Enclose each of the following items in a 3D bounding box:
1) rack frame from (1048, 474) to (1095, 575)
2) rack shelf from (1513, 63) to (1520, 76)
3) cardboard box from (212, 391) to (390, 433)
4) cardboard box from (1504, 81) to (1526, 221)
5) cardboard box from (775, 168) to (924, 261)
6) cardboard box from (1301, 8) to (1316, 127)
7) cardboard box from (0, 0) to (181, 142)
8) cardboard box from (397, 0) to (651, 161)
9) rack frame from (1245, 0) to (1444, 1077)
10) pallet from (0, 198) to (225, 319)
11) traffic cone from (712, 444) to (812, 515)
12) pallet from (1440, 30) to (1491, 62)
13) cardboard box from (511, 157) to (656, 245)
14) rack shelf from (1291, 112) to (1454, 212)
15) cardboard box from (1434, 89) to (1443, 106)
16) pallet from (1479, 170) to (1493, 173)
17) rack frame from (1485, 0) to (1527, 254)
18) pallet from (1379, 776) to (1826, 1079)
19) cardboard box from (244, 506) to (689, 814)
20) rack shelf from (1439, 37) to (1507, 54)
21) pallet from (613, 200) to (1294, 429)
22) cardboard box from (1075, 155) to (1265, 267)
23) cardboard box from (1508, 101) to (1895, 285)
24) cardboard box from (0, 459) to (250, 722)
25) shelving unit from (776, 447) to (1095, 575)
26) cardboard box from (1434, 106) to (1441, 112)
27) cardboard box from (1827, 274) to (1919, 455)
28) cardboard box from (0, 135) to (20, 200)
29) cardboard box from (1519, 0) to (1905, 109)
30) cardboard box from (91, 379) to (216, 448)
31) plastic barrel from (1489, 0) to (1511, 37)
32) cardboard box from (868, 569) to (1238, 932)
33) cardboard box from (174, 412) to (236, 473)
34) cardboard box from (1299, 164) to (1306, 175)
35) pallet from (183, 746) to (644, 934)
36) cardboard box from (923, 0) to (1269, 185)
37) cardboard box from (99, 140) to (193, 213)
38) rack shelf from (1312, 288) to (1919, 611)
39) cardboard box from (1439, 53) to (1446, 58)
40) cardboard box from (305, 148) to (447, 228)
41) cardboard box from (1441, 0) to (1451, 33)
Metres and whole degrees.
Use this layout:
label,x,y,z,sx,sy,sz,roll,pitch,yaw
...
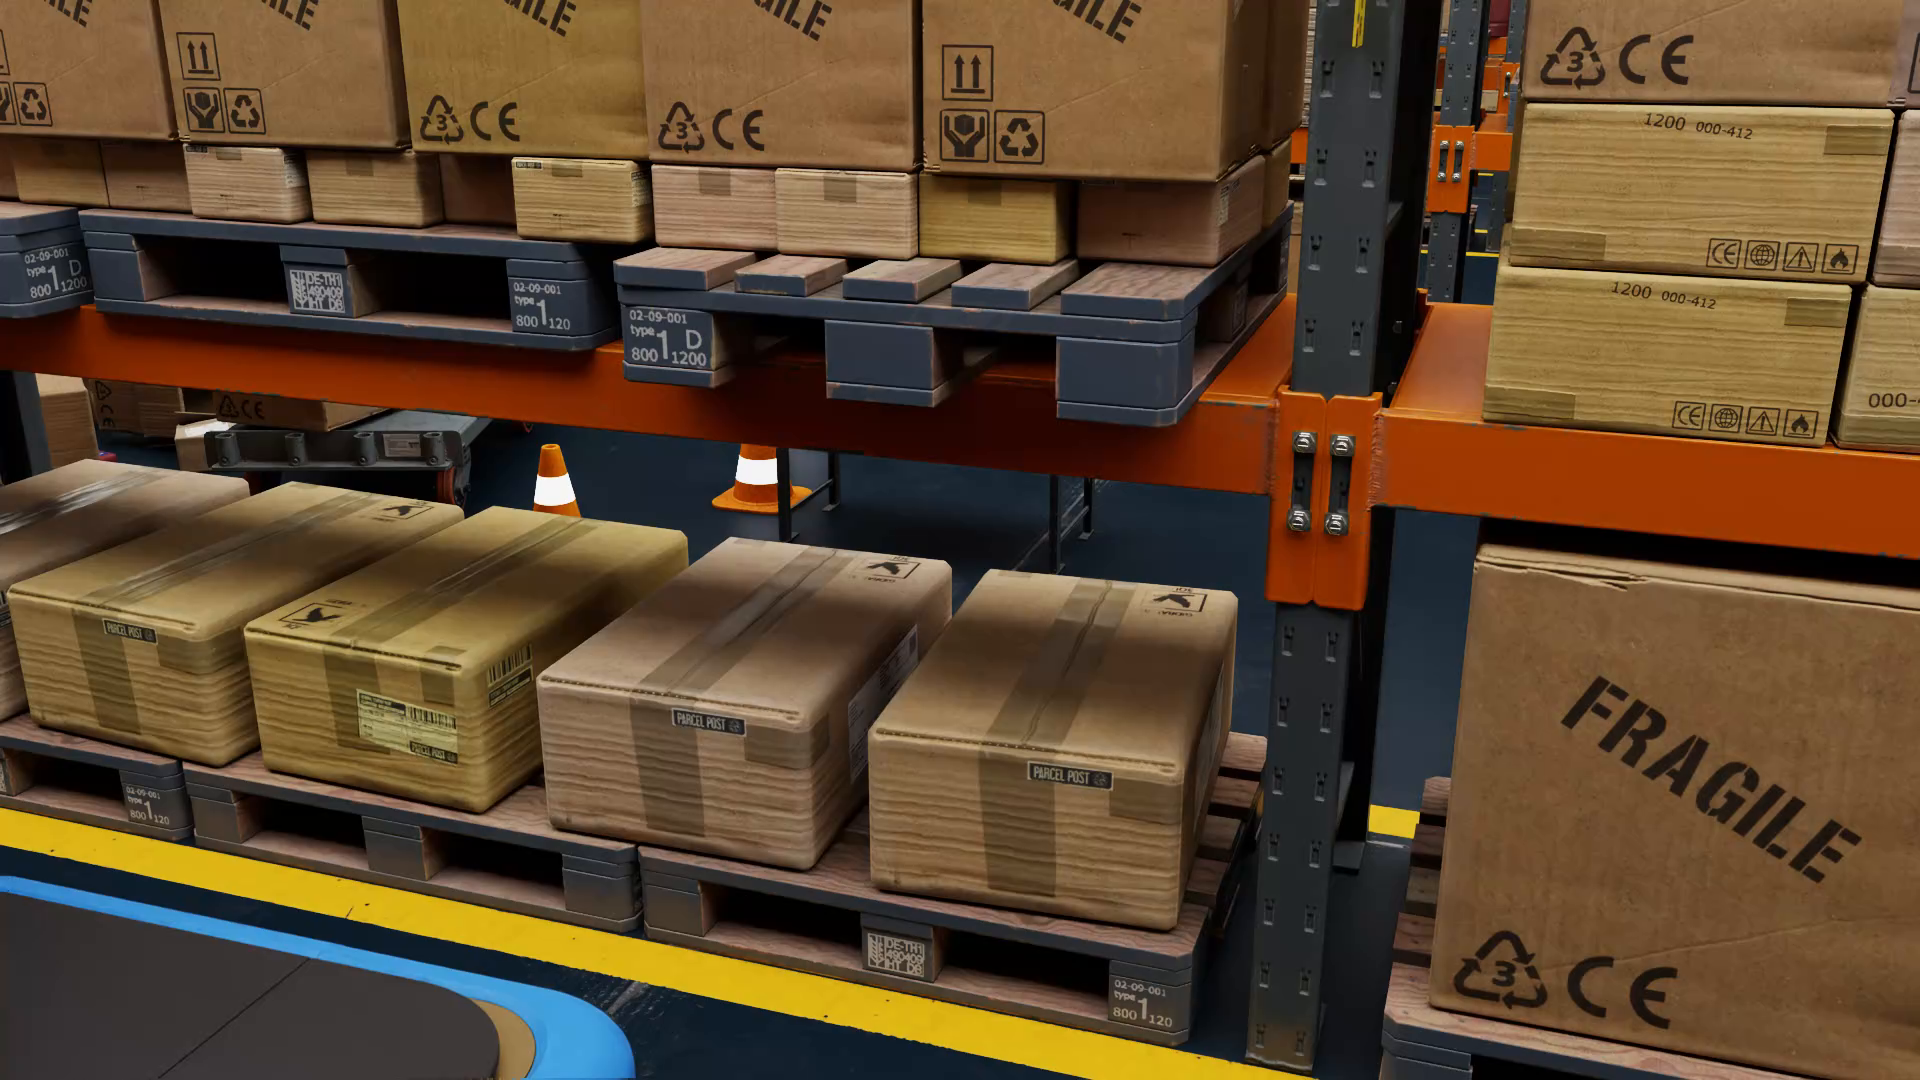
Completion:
label,x,y,z,sx,sy,sz,roll,pitch,yaw
rack frame,0.400,-0.663,5.698,0.032,1.500,0.500,7,20,18
rack shelf,5.912,-3.086,11.465,4.000,0.370,1.077,7,20,18
cardboard box,-2.452,-0.726,6.250,0.500,0.500,0.500,7,20,18
cardboard box,1.312,-0.752,3.146,0.500,0.250,0.500,6,20,18
cardboard box,-0.146,-0.622,3.047,0.250,0.149,0.380,6,20,18
cardboard box,1.786,-2.123,7.457,0.500,0.500,0.500,7,20,18
cardboard box,-1.723,-1.127,3.511,0.500,0.500,0.500,6,20,18
cardboard box,-0.719,-1.016,3.191,0.500,0.500,0.500,5,20,14
rack frame,0.771,-0.560,3.127,0.127,3.000,1.000,7,20,18
pallet,-2.334,-0.774,4.031,1.213,0.211,1.003,7,20,18
traffic cone,-0.775,-0.376,6.450,0.334,0.463,0.336,7,20,18
pallet,3.315,-3.595,12.124,1.003,0.211,1.213,7,20,18
cardboard box,-0.646,-0.677,3.205,0.250,0.149,0.380,7,20,19
rack shelf,0.410,-1.987,8.312,4.000,0.370,1.077,7,20,18
cardboard box,6.212,-5.657,21.287,0.500,0.250,0.500,6,20,17
pallet,4.929,-3.961,17.118,1.213,0.211,1.003,7,20,18
rack frame,4.023,-3.642,11.966,0.127,3.000,1.000,7,20,18
pallet,1.491,0.865,3.274,1.213,0.211,1.003,7,20,18
cardboard box,-1.174,0.257,4.136,0.625,0.372,0.950,7,20,20
rack shelf,3.759,-5.058,17.122,4.000,0.370,1.077,7,20,18
pallet,0.062,-0.514,3.284,1.003,0.211,1.213,7,20,18
cardboard box,0.384,-0.602,2.991,0.250,0.149,0.380,7,21,20
cardboard box,1.168,-0.594,2.692,0.500,0.250,0.500,6,20,18
cardboard box,-2.512,0.106,4.569,0.625,0.372,0.950,7,20,19
shelving unit,-0.081,-0.717,5.856,1.048,1.500,0.538,7,20,18
cardboard box,3.380,-3.086,12.363,0.500,0.250,0.500,7,21,20
cardboard box,1.641,-0.309,2.632,0.500,0.250,0.500,6,20,16
cardboard box,-2.064,-0.878,3.781,0.250,0.149,0.380,8,21,22
cardboard box,1.156,-0.950,2.575,0.500,0.500,0.500,6,20,16
cardboard box,-3.410,-0.809,7.426,0.503,0.637,0.797,7,20,18
plastic barrel,5.110,-5.202,16.235,0.708,0.536,0.600,7,20,18
cardboard box,0.240,0.418,3.674,0.625,0.372,0.950,5,20,14
cardboard box,-3.073,-0.457,6.983,0.396,0.266,0.258,-7,20,-20
cardboard box,2.855,-2.791,12.656,0.500,0.500,0.700,5,20,14
pallet,-1.116,0.539,4.209,1.213,0.211,1.003,7,20,18
cardboard box,0.250,-0.909,2.885,0.500,0.500,0.500,6,20,16
cardboard box,-1.601,-0.810,3.585,0.250,0.149,0.380,7,20,18
rack shelf,2.660,-0.005,2.625,4.000,0.370,1.077,7,20,18
cardboard box,7.754,-7.443,26.000,0.500,0.500,0.700,6,20,18
cardboard box,-1.106,-0.745,3.400,0.250,0.149,0.380,6,20,16
cardboard box,3.500,-3.933,12.012,0.500,0.500,0.500,4,20,11
